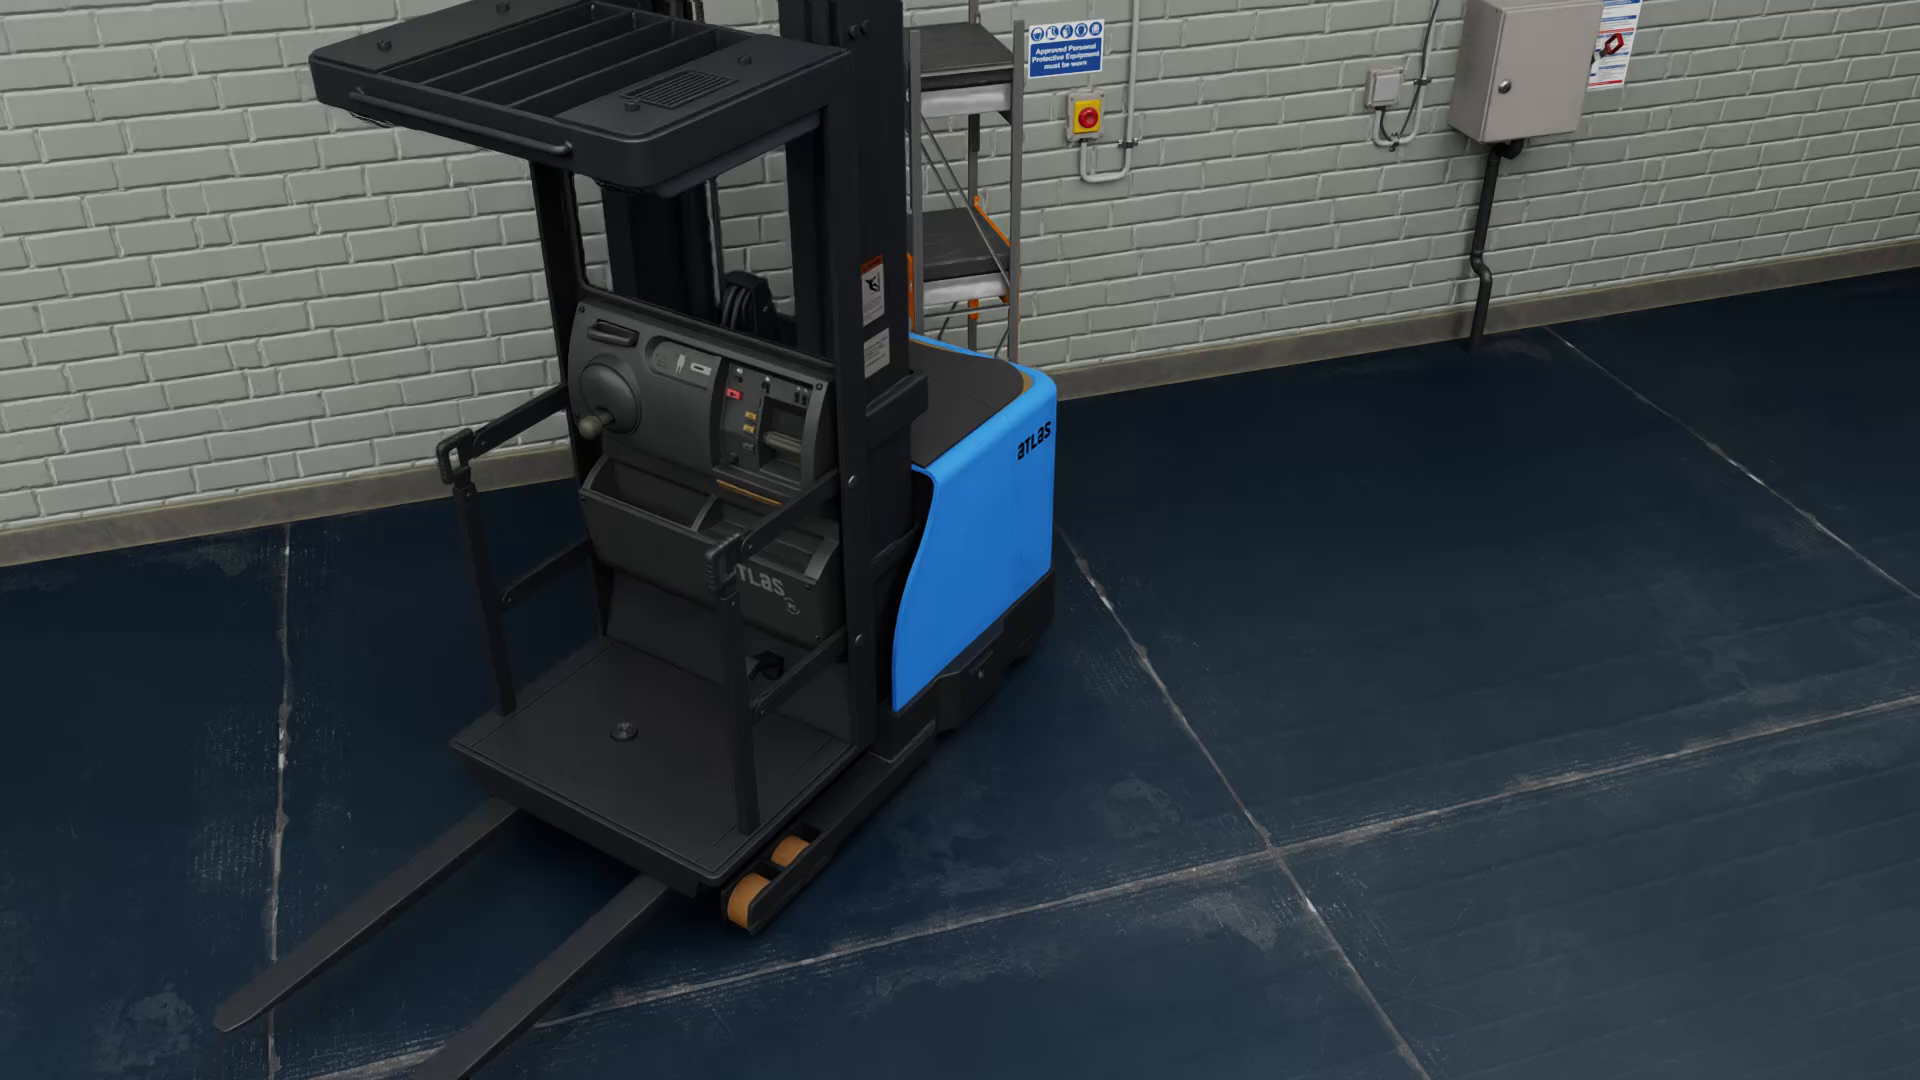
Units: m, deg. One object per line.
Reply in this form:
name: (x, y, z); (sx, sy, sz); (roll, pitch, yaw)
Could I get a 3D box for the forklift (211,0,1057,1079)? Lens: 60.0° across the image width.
forklift: (-0.880, -0.354, 4.627); (1.130, 2.935, 3.031); (20, 38, 27)

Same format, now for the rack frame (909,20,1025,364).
rack frame: (0.024, -0.835, 6.109); (0.400, 2.100, 0.015); (-10, 35, -15)

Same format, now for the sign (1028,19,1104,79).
sign: (0.436, -2.020, 6.841); (0.327, 0.218, 0.001); (-10, 35, -15)

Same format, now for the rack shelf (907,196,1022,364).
rack shelf: (-0.050, -0.952, 6.310); (0.431, 0.518, 0.480); (-10, 35, -15)

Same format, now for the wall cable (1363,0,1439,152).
wall cable: (1.848, -2.552, 6.969); (0.588, 1.984, 0.122); (-10, 35, -15)

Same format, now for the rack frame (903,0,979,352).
rack frame: (-0.125, -1.091, 6.497); (0.400, 2.100, 0.015); (-10, 35, -15)

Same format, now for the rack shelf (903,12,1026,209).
rack shelf: (-0.050, -1.536, 5.924); (0.431, 0.518, 0.480); (-10, 35, -15)

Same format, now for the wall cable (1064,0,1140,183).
wall cable: (0.501, -2.320, 6.591); (0.585, 1.953, 0.123); (-10, 35, -15)

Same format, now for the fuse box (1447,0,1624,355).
fuse box: (2.546, -1.622, 7.653); (0.539, 1.711, 0.414); (-10, 35, -15)

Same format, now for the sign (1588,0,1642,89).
sign: (2.953, -2.312, 7.614); (0.329, 0.494, 0.001); (-10, 35, -15)

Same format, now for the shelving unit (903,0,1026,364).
shelving unit: (-0.050, -0.963, 6.303); (0.431, 2.100, 0.503); (-10, 35, -15)
